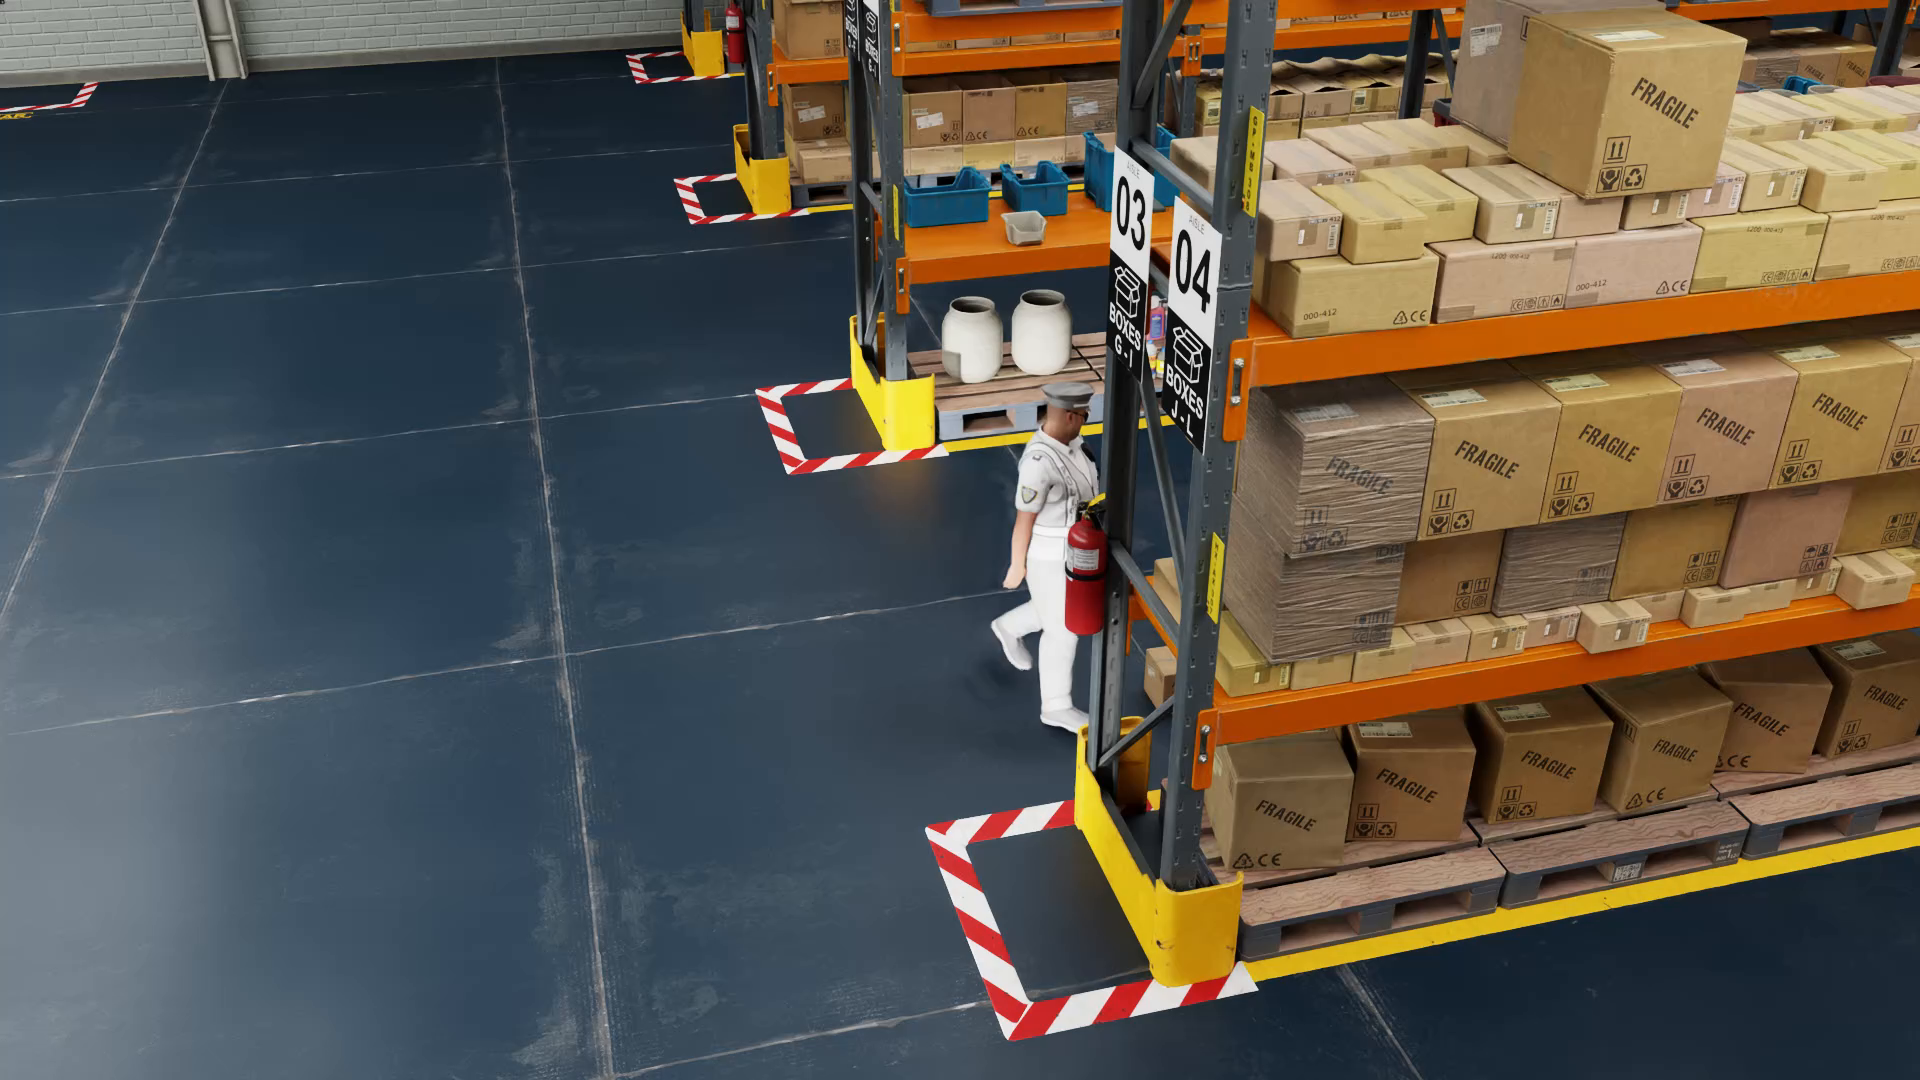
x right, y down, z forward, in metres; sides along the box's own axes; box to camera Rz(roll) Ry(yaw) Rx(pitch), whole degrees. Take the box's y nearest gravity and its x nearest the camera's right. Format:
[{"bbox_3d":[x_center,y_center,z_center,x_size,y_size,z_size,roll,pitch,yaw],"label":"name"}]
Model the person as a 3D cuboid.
[{"bbox_3d":[0.461,0.043,8.164,0.737,1.708,0.587,12,32,20],"label":"person"}]
